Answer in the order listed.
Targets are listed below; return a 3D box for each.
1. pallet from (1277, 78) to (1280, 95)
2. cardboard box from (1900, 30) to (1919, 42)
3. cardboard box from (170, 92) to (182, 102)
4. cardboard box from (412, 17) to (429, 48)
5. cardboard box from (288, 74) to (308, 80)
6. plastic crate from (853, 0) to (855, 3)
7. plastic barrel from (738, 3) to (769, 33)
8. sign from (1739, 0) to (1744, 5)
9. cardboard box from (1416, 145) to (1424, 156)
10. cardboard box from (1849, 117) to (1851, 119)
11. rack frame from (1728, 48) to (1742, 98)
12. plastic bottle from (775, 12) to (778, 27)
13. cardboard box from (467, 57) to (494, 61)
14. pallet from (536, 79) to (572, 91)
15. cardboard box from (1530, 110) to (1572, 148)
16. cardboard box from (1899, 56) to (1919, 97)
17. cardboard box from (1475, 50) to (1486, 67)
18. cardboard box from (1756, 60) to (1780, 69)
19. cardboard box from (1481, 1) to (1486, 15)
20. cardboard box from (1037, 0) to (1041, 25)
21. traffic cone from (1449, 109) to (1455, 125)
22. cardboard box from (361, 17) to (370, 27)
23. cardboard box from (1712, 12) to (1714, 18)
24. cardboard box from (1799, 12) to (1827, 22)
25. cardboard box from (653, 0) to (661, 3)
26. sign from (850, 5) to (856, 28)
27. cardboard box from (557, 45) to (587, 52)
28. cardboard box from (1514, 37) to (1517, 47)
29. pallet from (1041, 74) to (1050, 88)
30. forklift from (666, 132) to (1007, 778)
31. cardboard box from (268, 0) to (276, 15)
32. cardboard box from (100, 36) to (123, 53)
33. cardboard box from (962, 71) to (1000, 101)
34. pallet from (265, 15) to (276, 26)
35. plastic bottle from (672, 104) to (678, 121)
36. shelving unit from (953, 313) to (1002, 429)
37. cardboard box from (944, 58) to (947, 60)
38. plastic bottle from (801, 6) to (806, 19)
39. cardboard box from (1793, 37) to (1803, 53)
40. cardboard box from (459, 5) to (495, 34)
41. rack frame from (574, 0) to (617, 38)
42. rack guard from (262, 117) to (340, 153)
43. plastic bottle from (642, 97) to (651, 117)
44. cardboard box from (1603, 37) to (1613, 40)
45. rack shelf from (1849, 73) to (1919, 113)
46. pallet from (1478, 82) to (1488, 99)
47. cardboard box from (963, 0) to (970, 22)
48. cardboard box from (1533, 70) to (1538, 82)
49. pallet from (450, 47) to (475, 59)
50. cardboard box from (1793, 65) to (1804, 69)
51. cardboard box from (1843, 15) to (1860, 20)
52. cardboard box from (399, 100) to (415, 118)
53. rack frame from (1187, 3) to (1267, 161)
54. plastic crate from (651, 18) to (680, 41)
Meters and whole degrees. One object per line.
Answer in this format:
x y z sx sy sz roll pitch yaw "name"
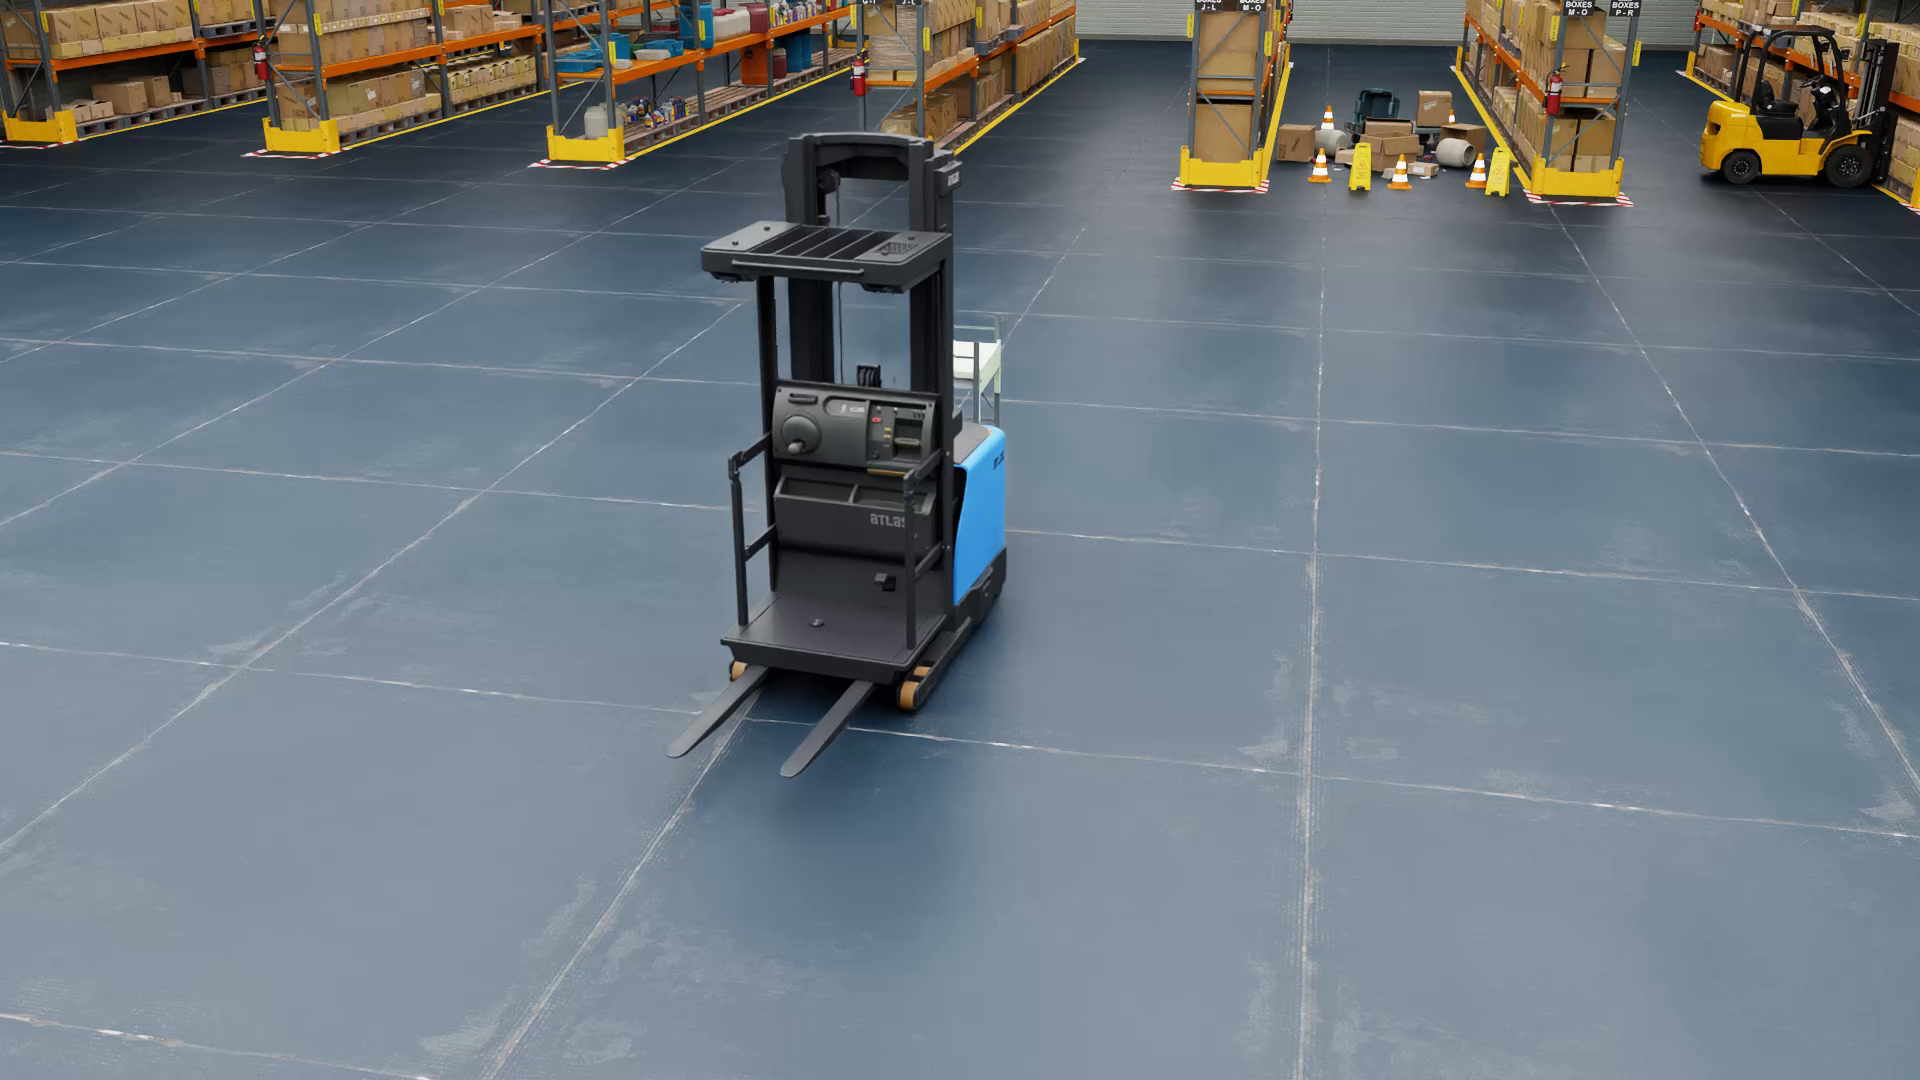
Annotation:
6.096 -9.417 34.454 1.003 0.211 1.213 4 22 11 "pallet"
13.807 -7.266 23.980 0.380 0.149 0.250 4 22 11 "cardboard box"
-14.841 -8.309 31.174 0.380 0.166 0.250 2 22 4 "cardboard box"
-9.995 -9.125 29.861 0.700 0.500 0.500 4 22 10 "cardboard box"
-14.041 -9.858 34.572 0.700 0.500 0.500 5 22 12 "cardboard box"
-2.676 -12.740 39.243 0.396 0.136 0.243 4 22 11 "plastic crate"
-4.045 -10.195 32.471 0.600 0.536 0.708 4 22 11 "plastic barrel"
15.447 -10.718 32.793 0.100 0.325 0.005 4 22 11 "sign"
7.220 -6.327 26.707 0.258 0.266 0.396 -11 25 -26 "cardboard box"
13.947 -6.350 25.555 0.500 0.250 0.500 4 22 11 "cardboard box"
15.980 -10.278 32.859 1.000 3.000 0.127 4 22 11 "rack frame"
-3.730 -10.521 33.619 0.061 0.283 0.133 4 22 11 "plastic bottle"
-9.588 -9.522 33.348 0.500 0.311 0.500 4 22 10 "cardboard box"
-8.905 -9.681 35.108 1.003 0.211 1.213 4 22 11 "pallet"
8.683 -6.038 24.444 0.500 0.500 0.500 5 23 13 "cardboard box"
13.594 -6.512 23.374 0.500 0.500 0.500 4 22 10 "cardboard box"
11.535 -10.210 35.558 0.875 0.438 0.875 4 22 9 "cardboard box"
15.494 -9.112 31.878 0.380 0.149 0.250 4 22 11 "cardboard box"
10.754 -10.678 33.383 0.500 0.250 0.500 4 22 9 "cardboard box"
1.383 -10.893 34.252 0.500 0.500 0.500 4 22 10 "cardboard box"
8.370 -7.113 28.395 0.336 0.463 0.334 4 22 11 "traffic cone"
-10.176 -8.724 27.998 0.380 0.149 0.250 4 22 10 "cardboard box"
16.323 -11.242 35.588 0.380 0.149 0.250 5 23 13 "cardboard box"
14.810 -9.068 28.853 0.380 0.149 0.250 5 22 12 "cardboard box"
-7.497 -13.120 39.781 0.500 0.500 0.500 5 22 11 "cardboard box"
-1.569 -7.755 24.621 0.100 0.325 0.005 4 22 11 "sign"
-8.412 -10.460 36.067 0.500 0.500 0.500 4 22 9 "cardboard box"
9.459 -8.302 27.727 0.380 0.149 0.250 5 22 11 "cardboard box"
1.335 -9.829 35.476 1.003 0.211 1.213 4 22 11 "pallet"
-0.650 -0.595 8.908 1.130 2.935 3.031 7 23 17 "forklift"
-14.119 -10.952 33.809 0.700 0.500 0.500 2 22 6 "cardboard box"
-14.965 -8.625 28.929 0.500 0.250 0.500 4 22 10 "cardboard box"
0.384 -8.542 31.305 0.700 0.500 0.500 3 22 6 "cardboard box"
-13.986 -10.723 34.219 1.213 0.211 1.003 4 22 11 "pallet"
-4.944 -7.416 28.799 0.061 0.283 0.133 6 23 14 "plastic bottle"
-0.001 -0.693 11.067 0.431 1.500 0.755 4 22 11 "shelving unit"
-0.416 -7.634 26.630 0.380 0.149 0.250 4 22 11 "cardboard box"
-3.372 -11.244 35.422 0.152 0.276 0.135 4 22 11 "plastic bottle"
14.834 -8.602 28.898 0.500 0.250 0.500 5 22 11 "cardboard box"
-9.421 -10.136 32.371 0.500 0.500 0.500 3 22 8 "cardboard box"
-8.279 -12.167 37.549 1.000 3.000 0.127 4 22 11 "rack frame"
-10.732 -6.610 27.097 1.175 0.500 0.348 4 22 11 "rack guard"
-5.492 -7.563 29.074 0.144 0.351 0.185 4 22 11 "plastic bottle"
9.341 -7.166 24.598 0.500 0.500 0.500 4 22 10 "cardboard box"
13.939 -6.287 23.912 1.077 0.370 4.000 4 22 11 "rack shelf"
11.036 -9.074 33.601 1.003 0.211 1.213 4 22 11 "pallet"
-0.137 -8.764 27.230 0.500 0.500 0.500 4 22 11 "cardboard box"
8.815 -6.961 24.958 0.380 0.149 0.250 4 22 11 "cardboard box"
-12.650 -11.969 40.791 1.003 0.211 1.213 4 22 11 "pallet"
15.787 -8.795 31.093 0.380 0.149 0.250 5 22 11 "cardboard box"
15.239 -8.834 28.270 0.380 0.149 0.250 4 22 11 "cardboard box"
-9.991 -7.608 29.348 0.500 0.250 0.500 4 22 11 "cardboard box"
3.805 -6.607 23.743 1.000 3.000 0.127 4 22 11 "rack frame"
-5.263 -9.092 29.829 0.402 0.464 0.583 4 22 11 "plastic crate"
